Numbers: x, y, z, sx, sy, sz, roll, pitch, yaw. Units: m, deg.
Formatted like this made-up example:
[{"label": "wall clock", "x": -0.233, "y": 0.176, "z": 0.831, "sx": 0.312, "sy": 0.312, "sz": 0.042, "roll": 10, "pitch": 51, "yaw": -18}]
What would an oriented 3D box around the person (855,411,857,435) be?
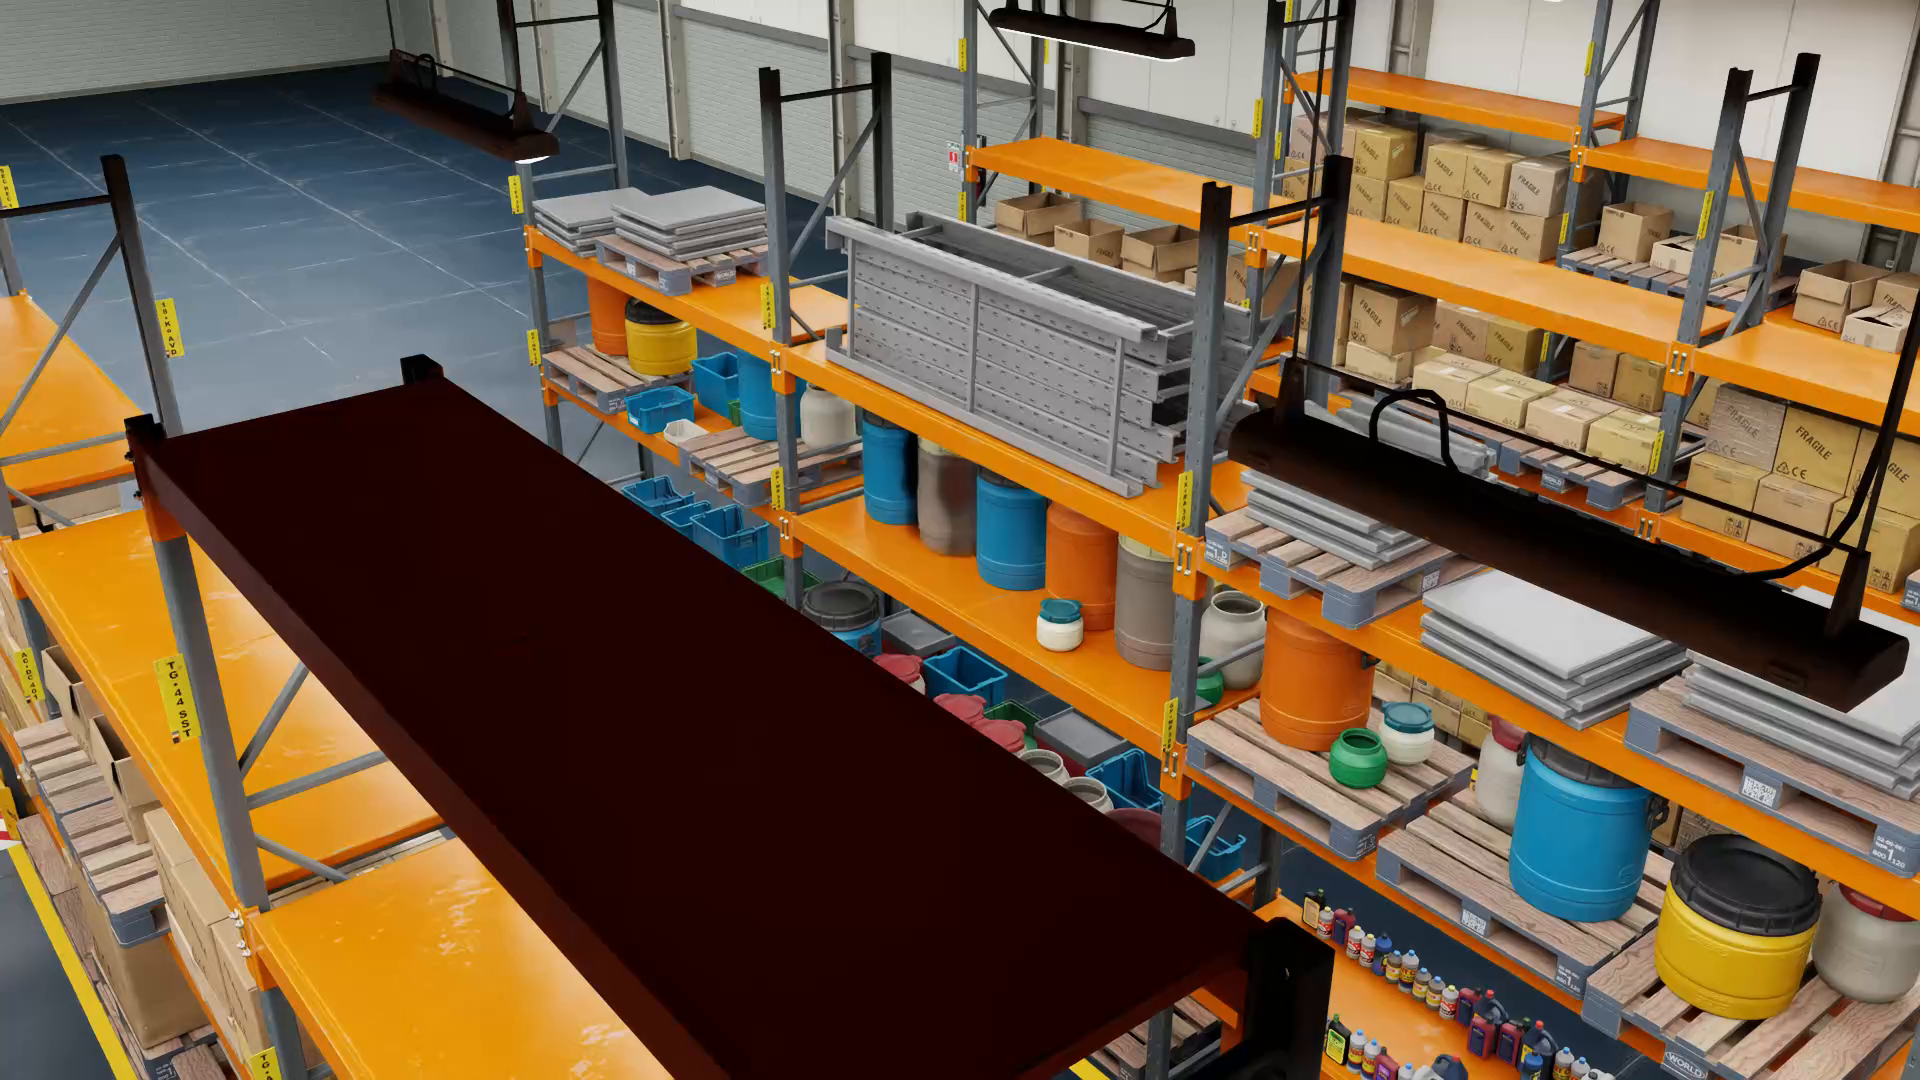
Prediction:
[{"label": "person", "x": -1.465, "y": -2.059, "z": 20.480, "sx": 0.438, "sy": 1.795, "sz": 0.596, "roll": -12, "pitch": 28, "yaw": -23}]
